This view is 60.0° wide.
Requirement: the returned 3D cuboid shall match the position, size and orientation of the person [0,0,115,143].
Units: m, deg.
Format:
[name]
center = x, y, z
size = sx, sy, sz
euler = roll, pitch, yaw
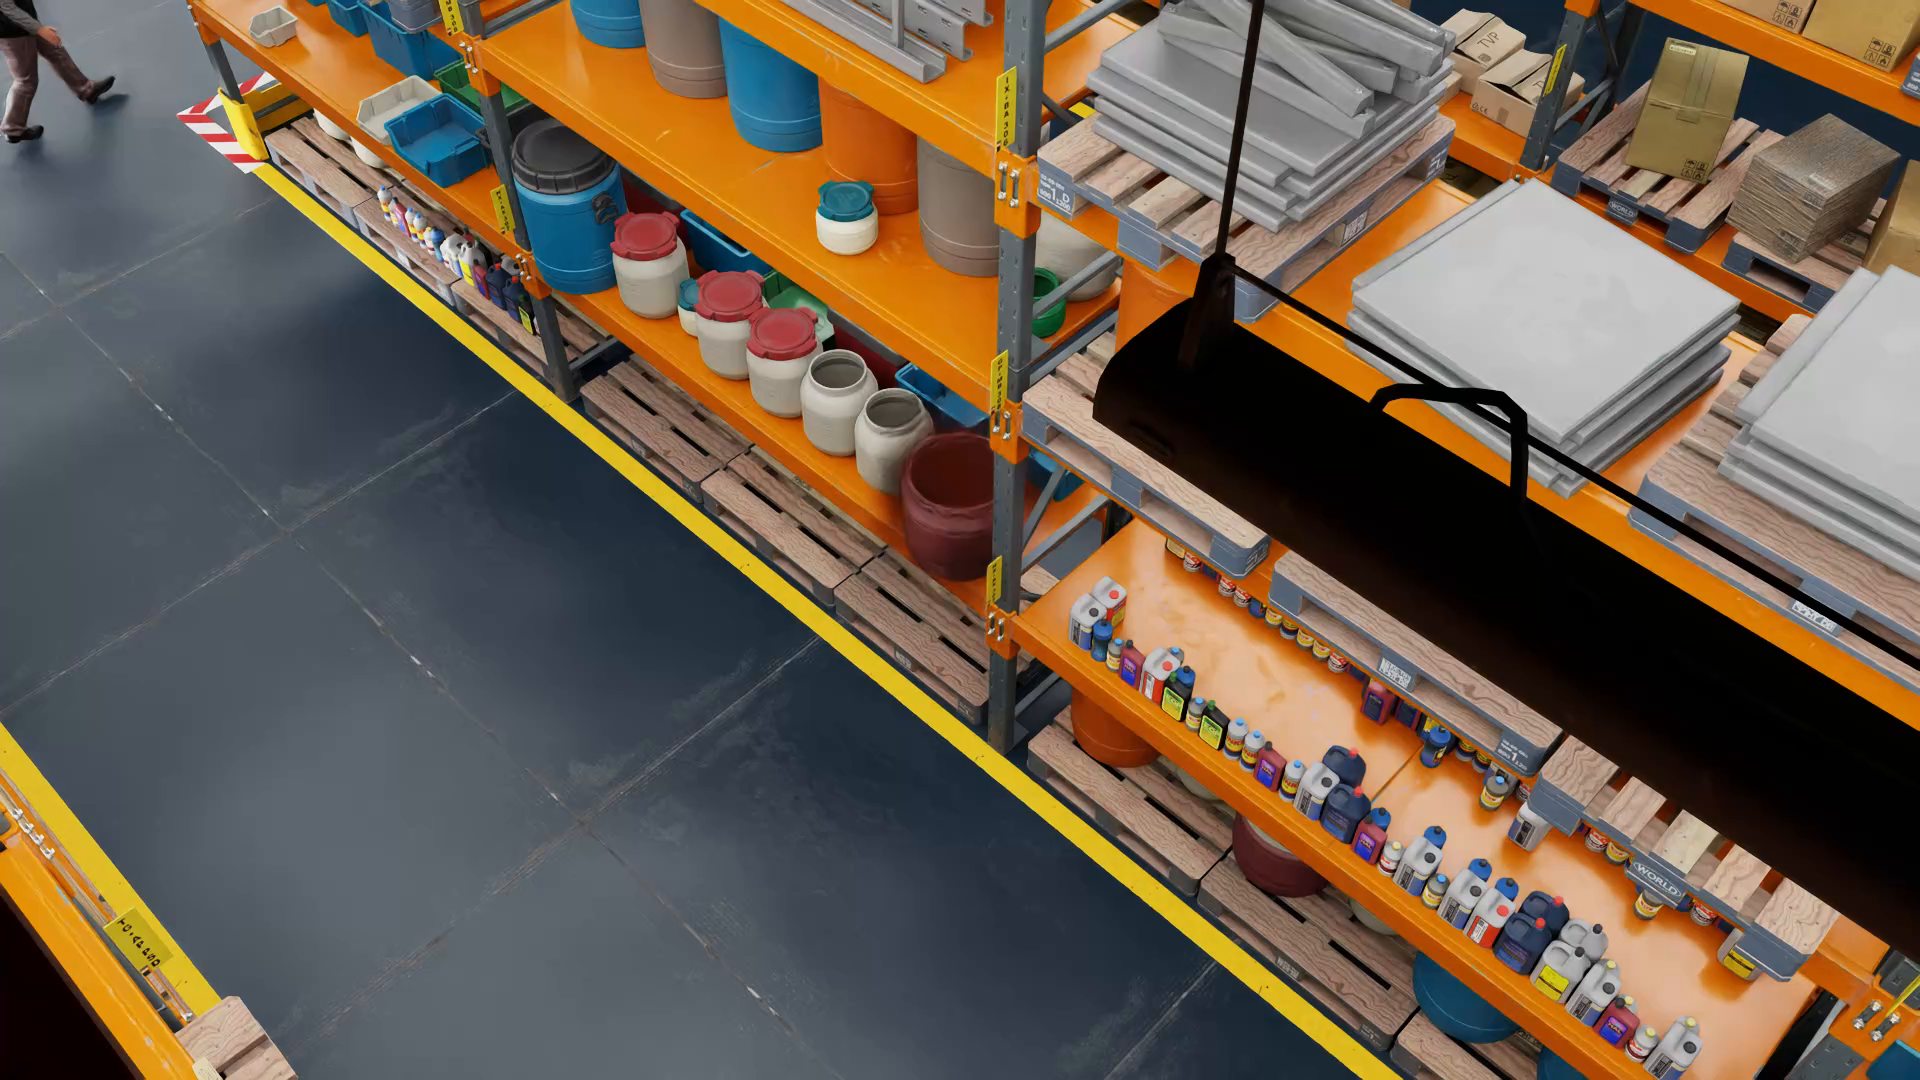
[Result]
[person]
center = -7.086, -3.872, 12.543
size = 0.926, 1.699, 0.564
euler = -25, 55, -20
